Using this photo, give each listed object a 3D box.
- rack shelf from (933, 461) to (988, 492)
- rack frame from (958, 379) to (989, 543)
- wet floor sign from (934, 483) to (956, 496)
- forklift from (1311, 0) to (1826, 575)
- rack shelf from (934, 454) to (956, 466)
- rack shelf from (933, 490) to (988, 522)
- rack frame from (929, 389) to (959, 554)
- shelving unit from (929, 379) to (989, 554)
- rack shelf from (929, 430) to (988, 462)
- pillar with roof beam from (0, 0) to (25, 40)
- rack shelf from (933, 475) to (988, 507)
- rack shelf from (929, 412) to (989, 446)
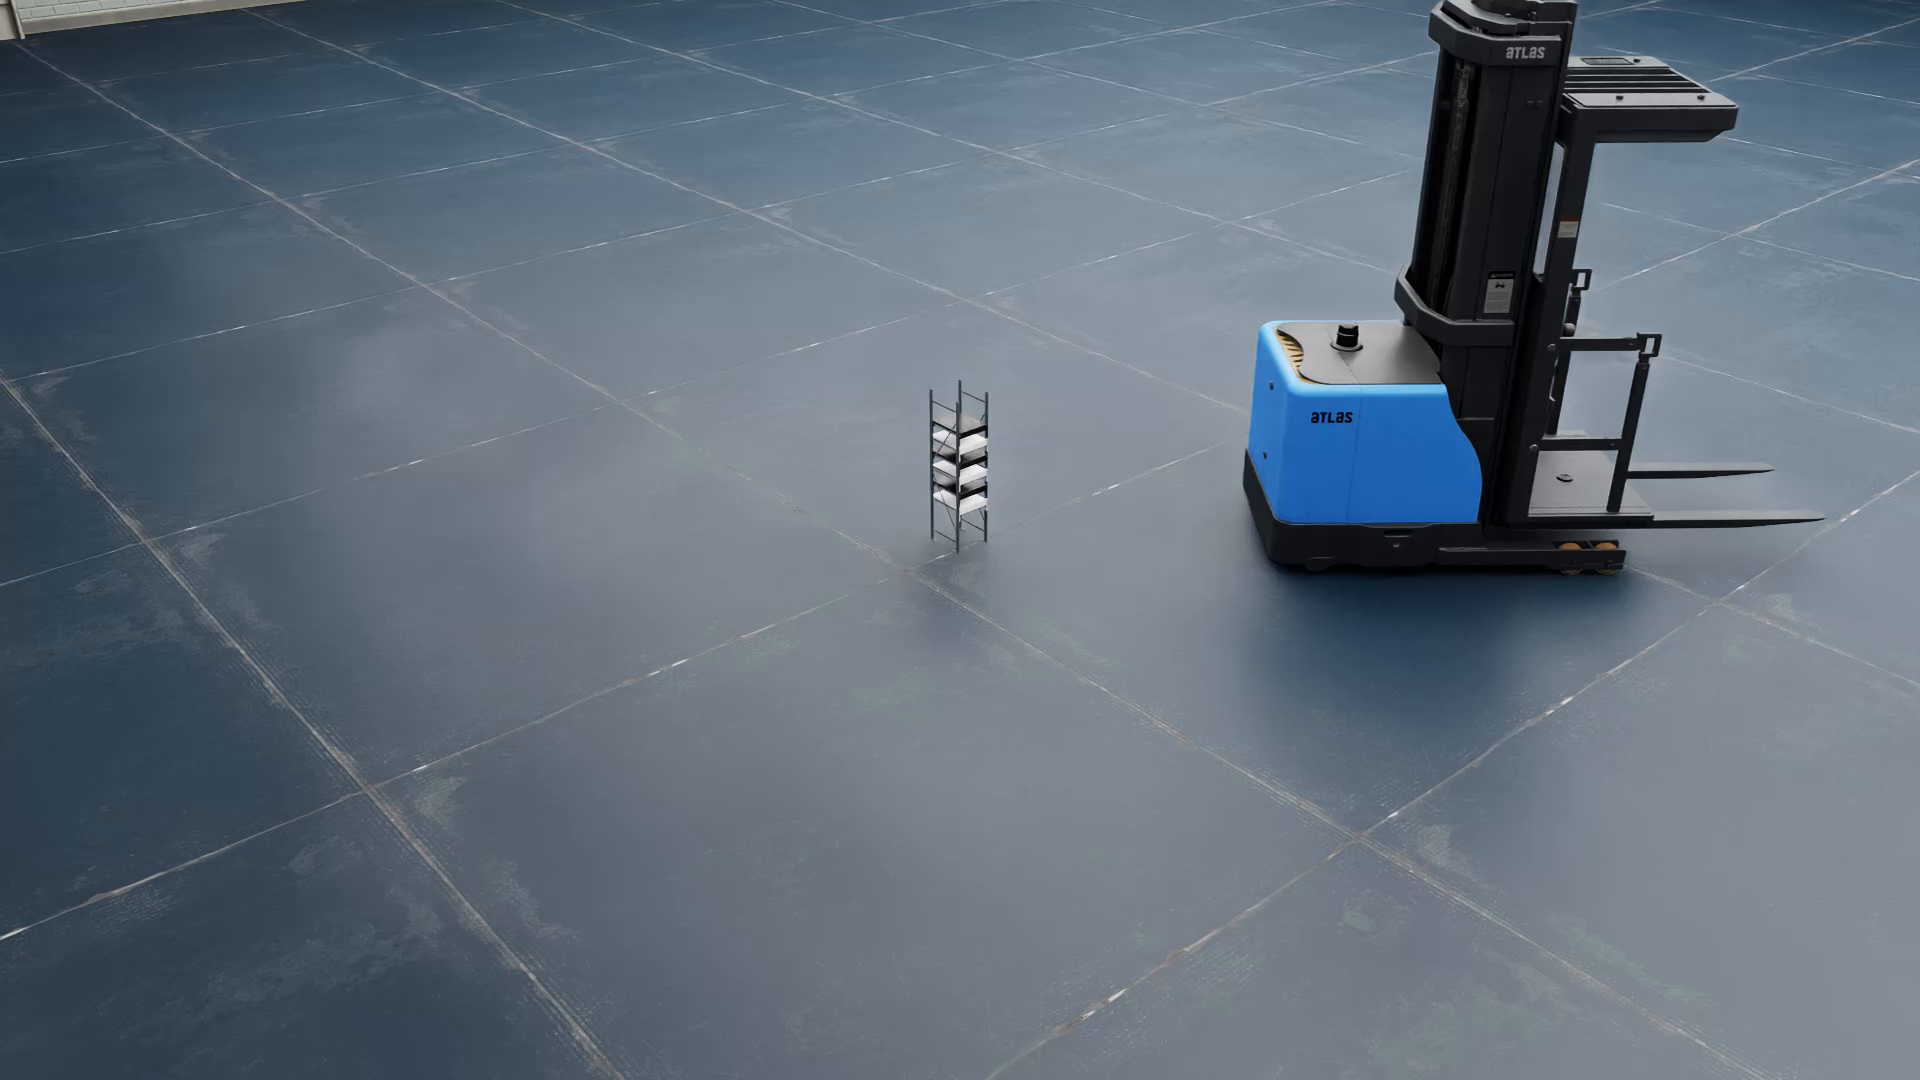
[{"bbox_3d":[-0.006,-0.365,9.049,0.200,0.077,0.258,-22,35,-35],"label":"rack shelf"},{"bbox_3d":[0.071,-0.426,9.091,0.006,0.900,0.240,-22,35,-35],"label":"rack frame"},{"bbox_3d":[-5.787,-1.460,11.297,9.326,0.644,8.976,-10,30,-18],"label":"wet floor sign"},{"bbox_3d":[3.216,-1.329,8.695,2.937,2.867,1.118,-1,28,-1],"label":"forklift"},{"bbox_3d":[-0.006,-0.458,9.000,0.184,0.015,0.199,-22,35,-35],"label":"rack shelf"},{"bbox_3d":[-0.006,-0.206,9.134,0.200,0.077,0.258,-22,35,-35],"label":"rack shelf"},{"bbox_3d":[-0.084,-0.363,8.975,0.006,0.900,0.240,-22,35,-35],"label":"rack frame"},{"bbox_3d":[-0.006,-0.394,9.033,0.210,0.900,0.258,-22,35,-35],"label":"shelving unit"},{"bbox_3d":[-0.006,-0.524,8.964,0.200,0.077,0.258,-22,35,-35],"label":"rack shelf"},{"bbox_3d":[-9.389,-8.824,16.214,0.400,9.000,9.100,-22,35,-35],"label":"pillar with roof beam"},{"bbox_3d":[-0.006,-0.286,9.091,0.200,0.077,0.258,-22,35,-35],"label":"rack shelf"},{"bbox_3d":[-0.006,-0.603,8.922,0.200,0.077,0.258,-22,35,-35],"label":"rack shelf"}]
